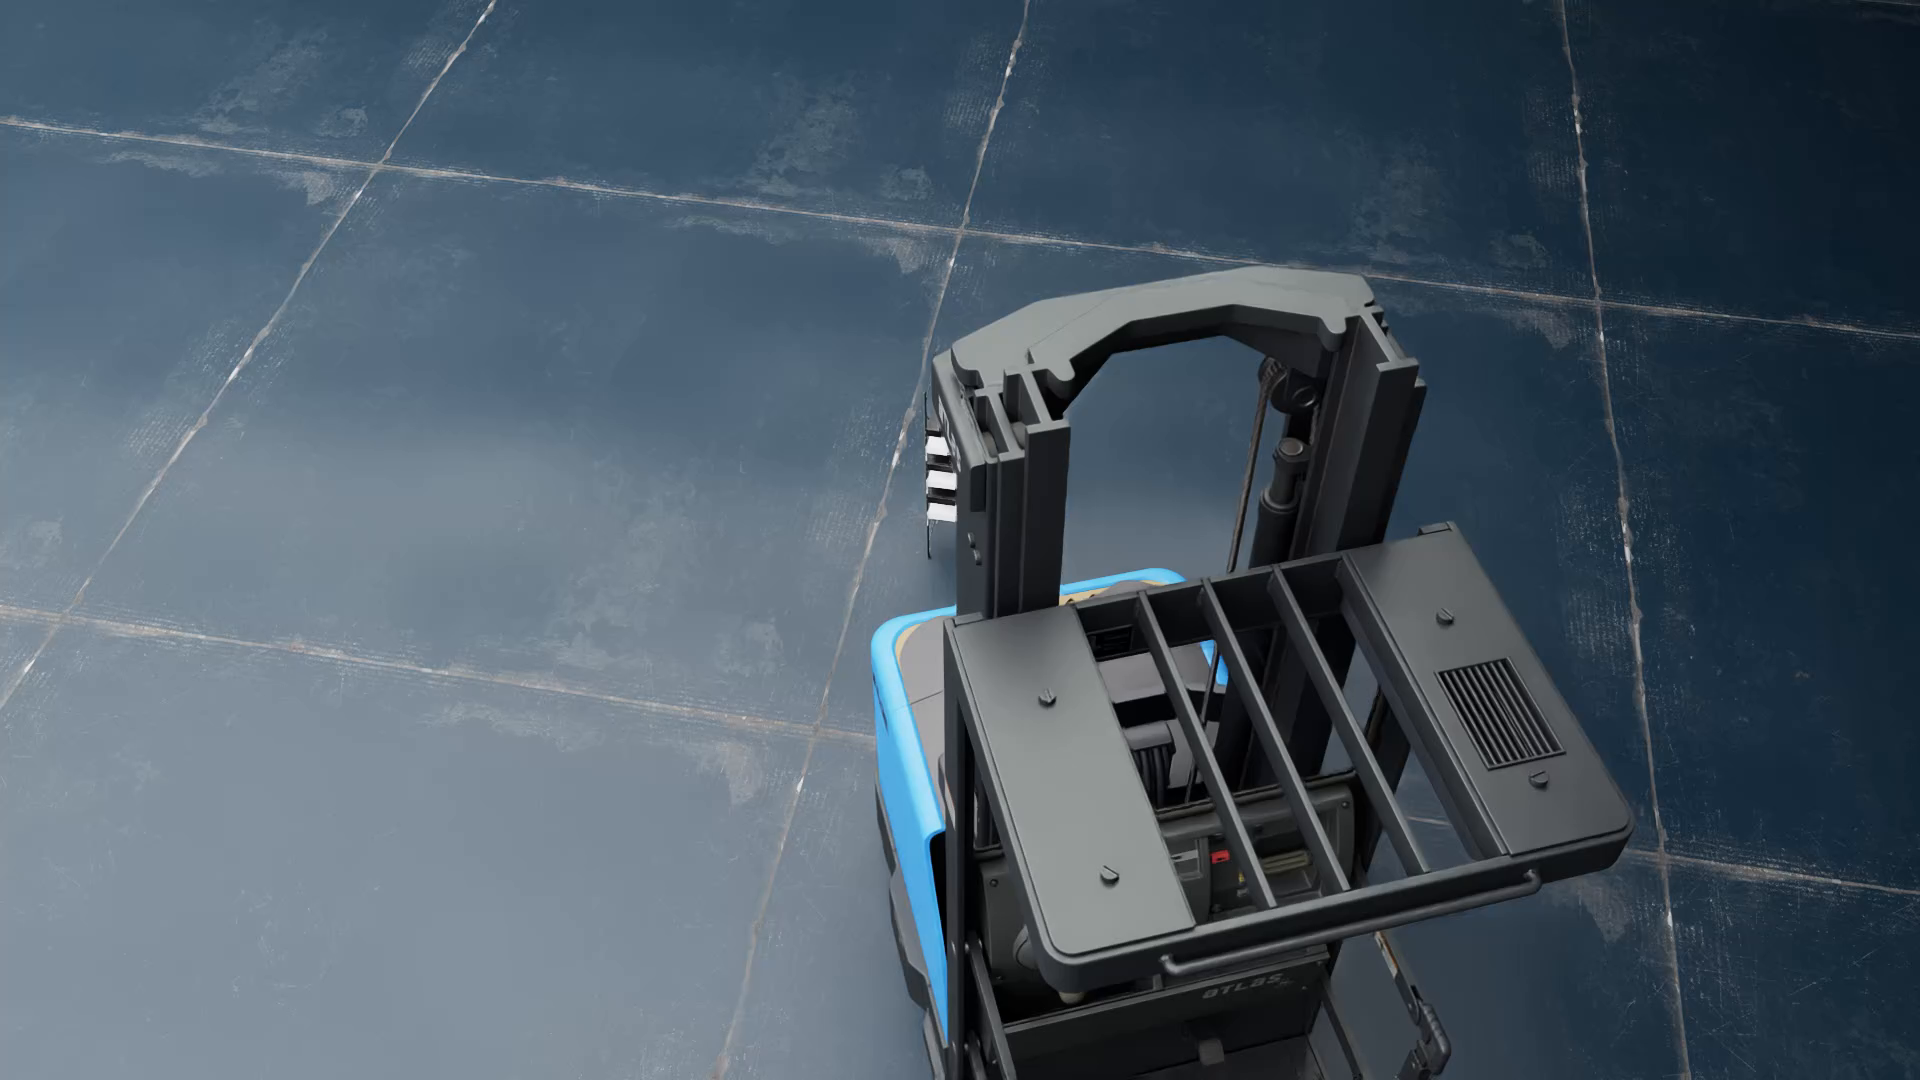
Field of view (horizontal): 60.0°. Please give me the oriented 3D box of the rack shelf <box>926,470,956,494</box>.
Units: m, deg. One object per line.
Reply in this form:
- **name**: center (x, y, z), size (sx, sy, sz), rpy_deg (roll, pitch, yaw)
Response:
- **rack shelf**: center (-0.008, -0.280, 6.413), size (0.200, 0.077, 0.258), rpy_deg (8, 49, 7)

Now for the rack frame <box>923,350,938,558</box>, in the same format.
- **rack frame**: center (-0.108, -0.315, 6.400), size (0.006, 0.900, 0.240), rpy_deg (8, 49, 7)

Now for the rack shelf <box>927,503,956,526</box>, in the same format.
- **rack shelf**: center (-0.008, -0.159, 6.547), size (0.200, 0.077, 0.258), rpy_deg (8, 49, 7)

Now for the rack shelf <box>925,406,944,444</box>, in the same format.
- **rack shelf**: center (-0.008, -0.460, 6.212), size (0.200, 0.077, 0.258), rpy_deg (8, 49, 7)

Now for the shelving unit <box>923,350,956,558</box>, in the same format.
- **shelving unit**: center (-0.008, -0.302, 6.388), size (0.210, 0.900, 0.258), rpy_deg (8, 49, 7)

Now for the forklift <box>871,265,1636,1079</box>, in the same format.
- **forklift**: center (0.566, 0.963, 3.886), size (1.130, 2.935, 3.031), rpy_deg (-11, 49, -9)

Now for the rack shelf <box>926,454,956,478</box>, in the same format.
- **rack shelf**: center (-0.008, -0.340, 6.346), size (0.200, 0.077, 0.258), rpy_deg (8, 49, 7)

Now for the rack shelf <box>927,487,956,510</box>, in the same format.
- **rack shelf**: center (-0.008, -0.219, 6.480), size (0.200, 0.077, 0.258), rpy_deg (8, 49, 7)

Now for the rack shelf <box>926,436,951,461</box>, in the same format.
- **rack shelf**: center (-0.008, -0.400, 6.279), size (0.200, 0.077, 0.258), rpy_deg (8, 49, 7)
